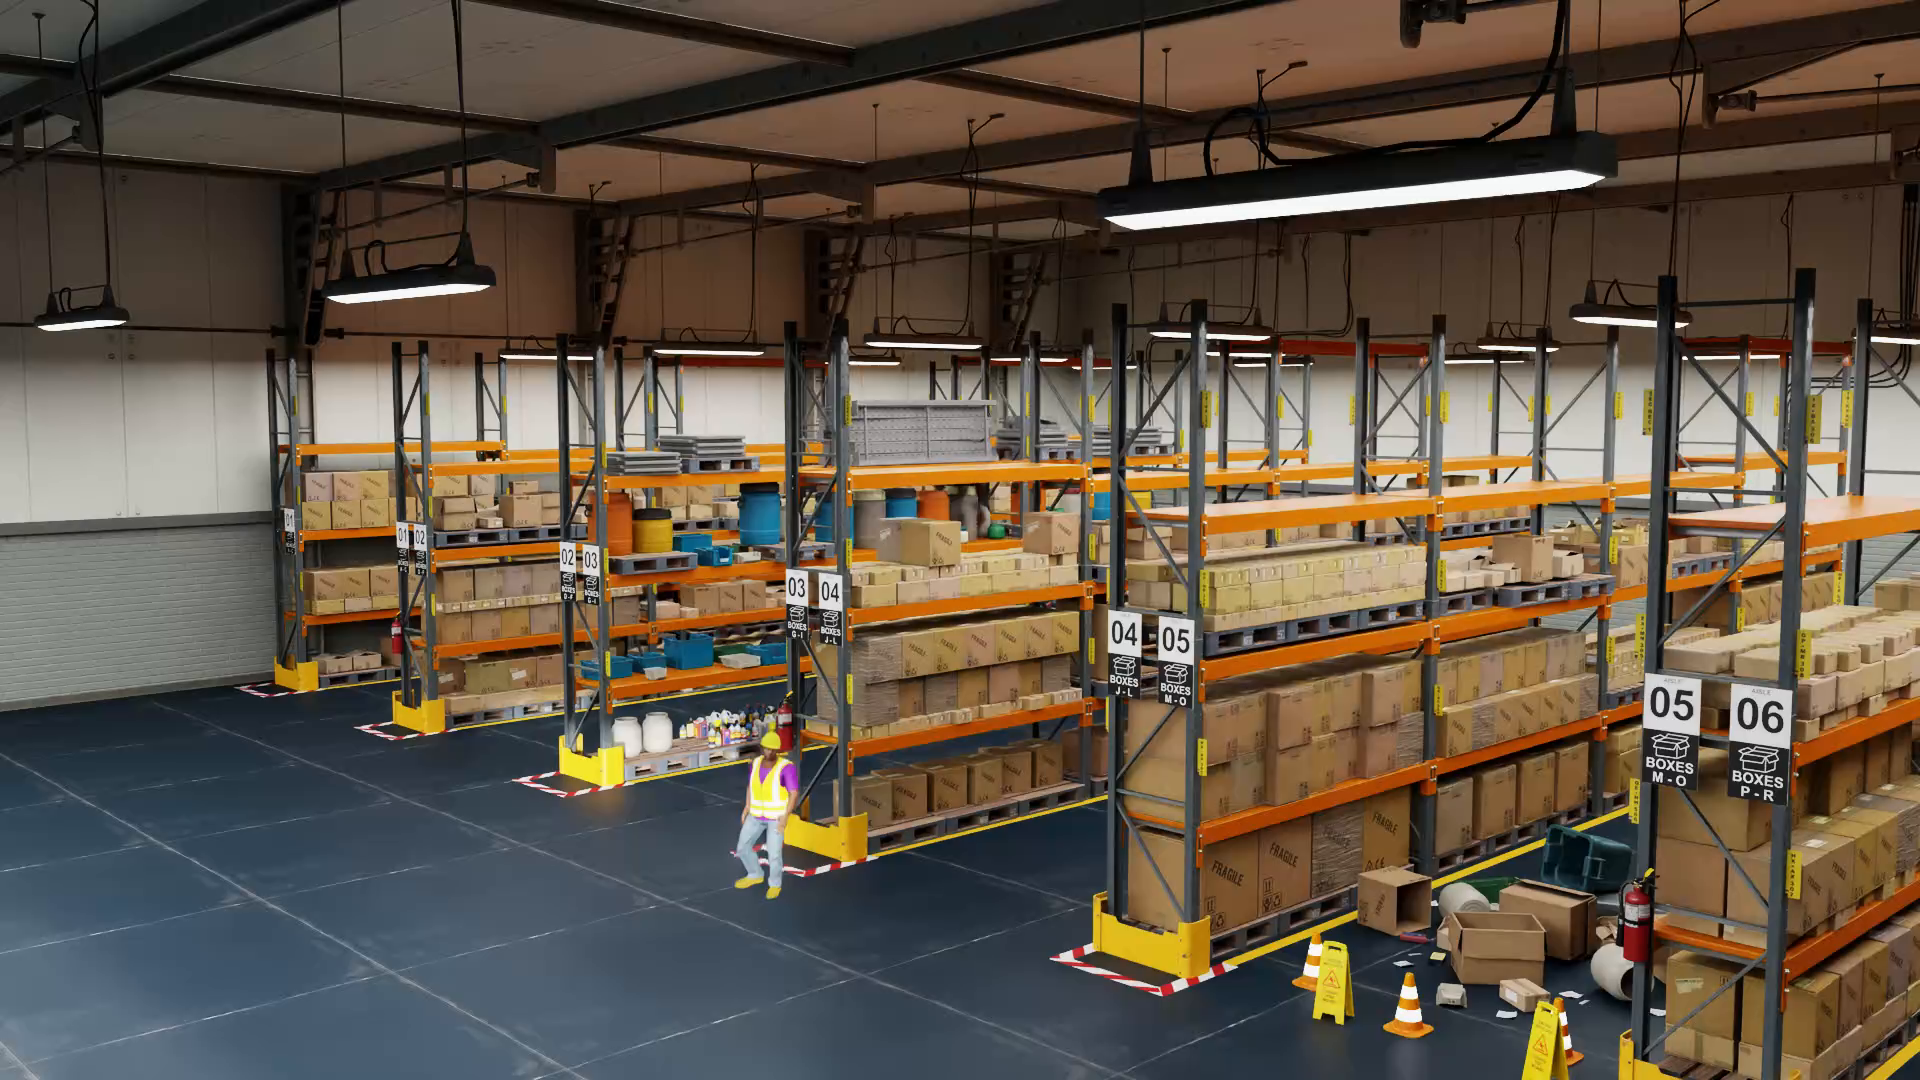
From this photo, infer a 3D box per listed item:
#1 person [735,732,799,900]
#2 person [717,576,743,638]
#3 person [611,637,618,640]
[{"bbox_3d":[-2.017,2.835,17.059,0.787,1.756,0.598,2,5,19],"label":"person"},{"bbox_3d":[-4.589,1.440,33.424,0.562,1.688,0.684,3,6,31],"label":"person"},{"bbox_3d":[-6.376,1.738,29.988,0.664,1.742,0.762,4,6,39],"label":"person"}]
